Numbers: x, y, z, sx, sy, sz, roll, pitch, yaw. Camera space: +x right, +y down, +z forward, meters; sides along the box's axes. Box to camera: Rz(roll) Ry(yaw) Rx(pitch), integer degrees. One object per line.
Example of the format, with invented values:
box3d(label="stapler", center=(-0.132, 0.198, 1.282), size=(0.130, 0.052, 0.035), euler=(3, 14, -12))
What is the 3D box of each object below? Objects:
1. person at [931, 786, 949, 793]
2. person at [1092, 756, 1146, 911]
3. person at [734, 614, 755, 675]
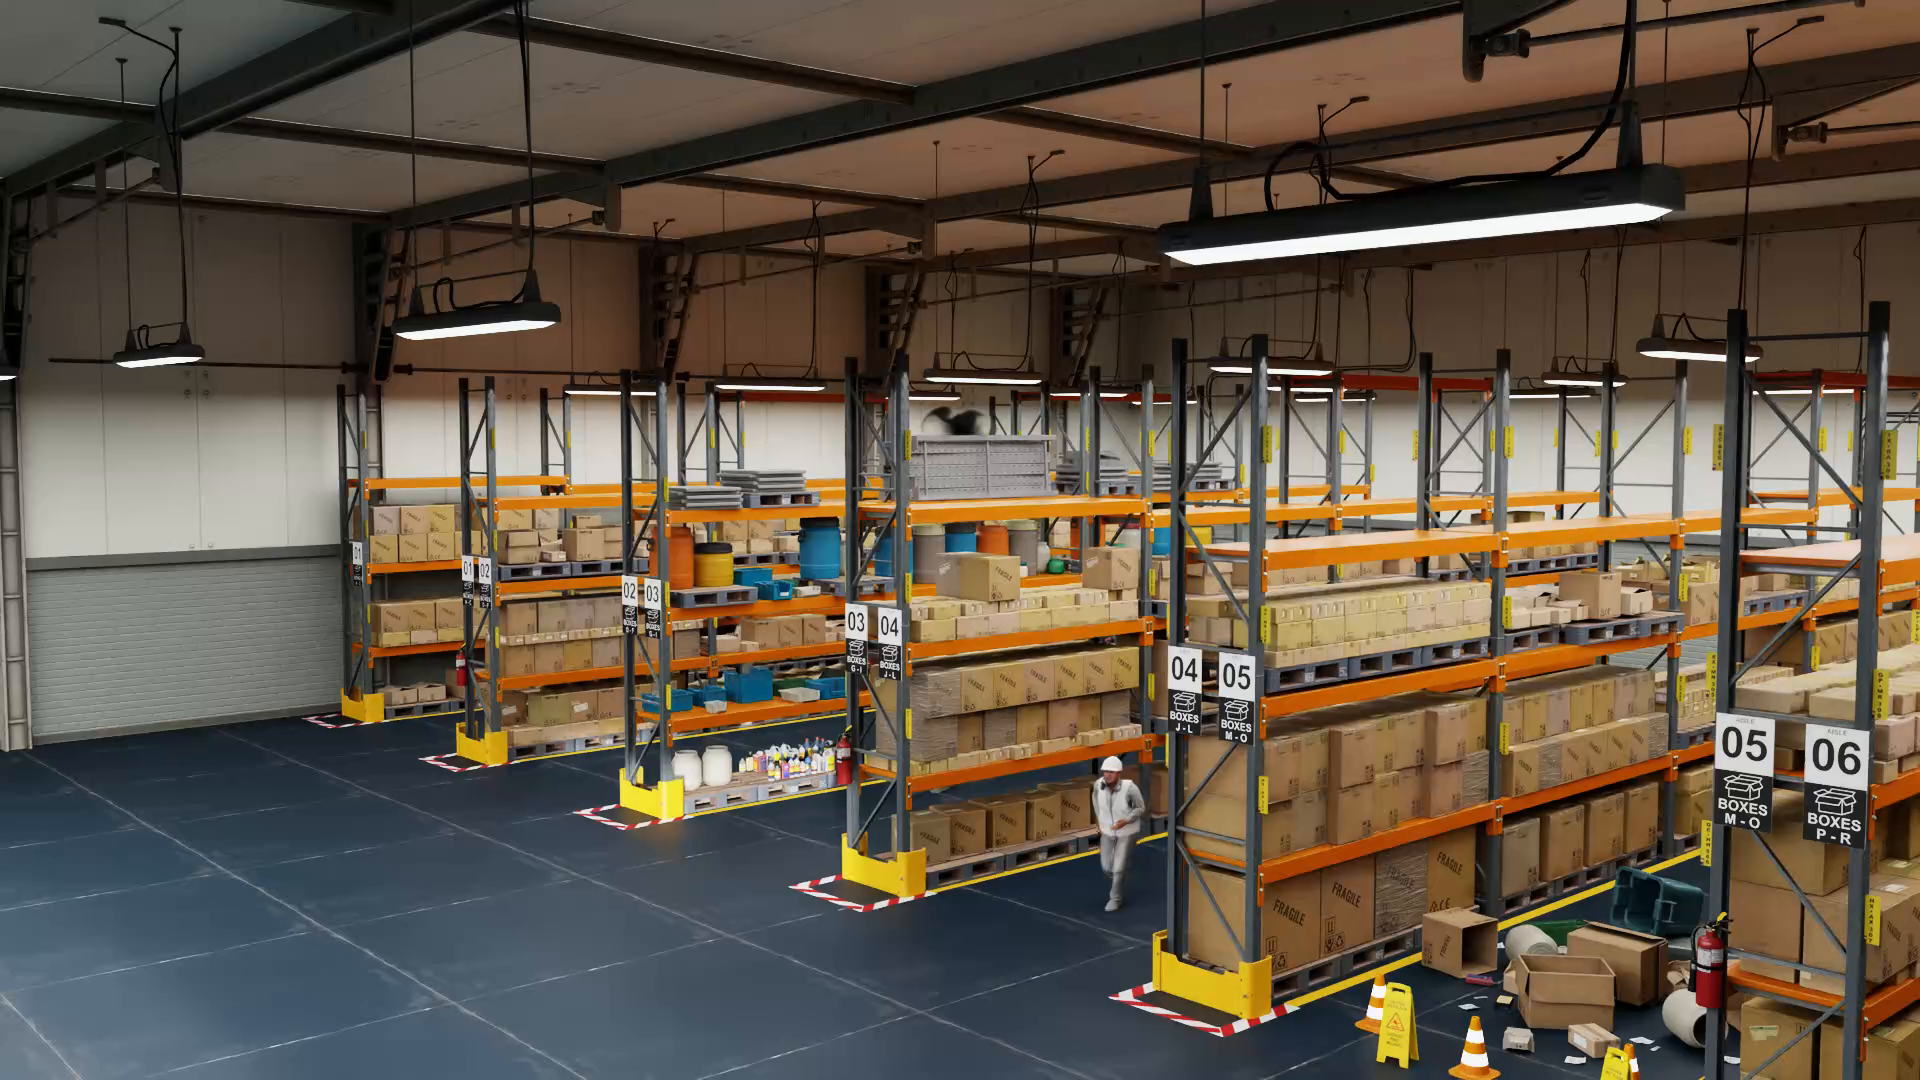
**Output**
box3d(label="person", center=(-0.373, 2.890, 23.539), size=(0.595, 1.483, 0.770), euler=(3, 5, 36))
box3d(label="person", center=(1.715, 3.152, 17.991), size=(0.651, 1.709, 0.772), euler=(2, 4, 23))
box3d(label="person", center=(-4.152, 2.167, 32.675), size=(0.598, 1.669, 0.933), euler=(2, 4, 33))
